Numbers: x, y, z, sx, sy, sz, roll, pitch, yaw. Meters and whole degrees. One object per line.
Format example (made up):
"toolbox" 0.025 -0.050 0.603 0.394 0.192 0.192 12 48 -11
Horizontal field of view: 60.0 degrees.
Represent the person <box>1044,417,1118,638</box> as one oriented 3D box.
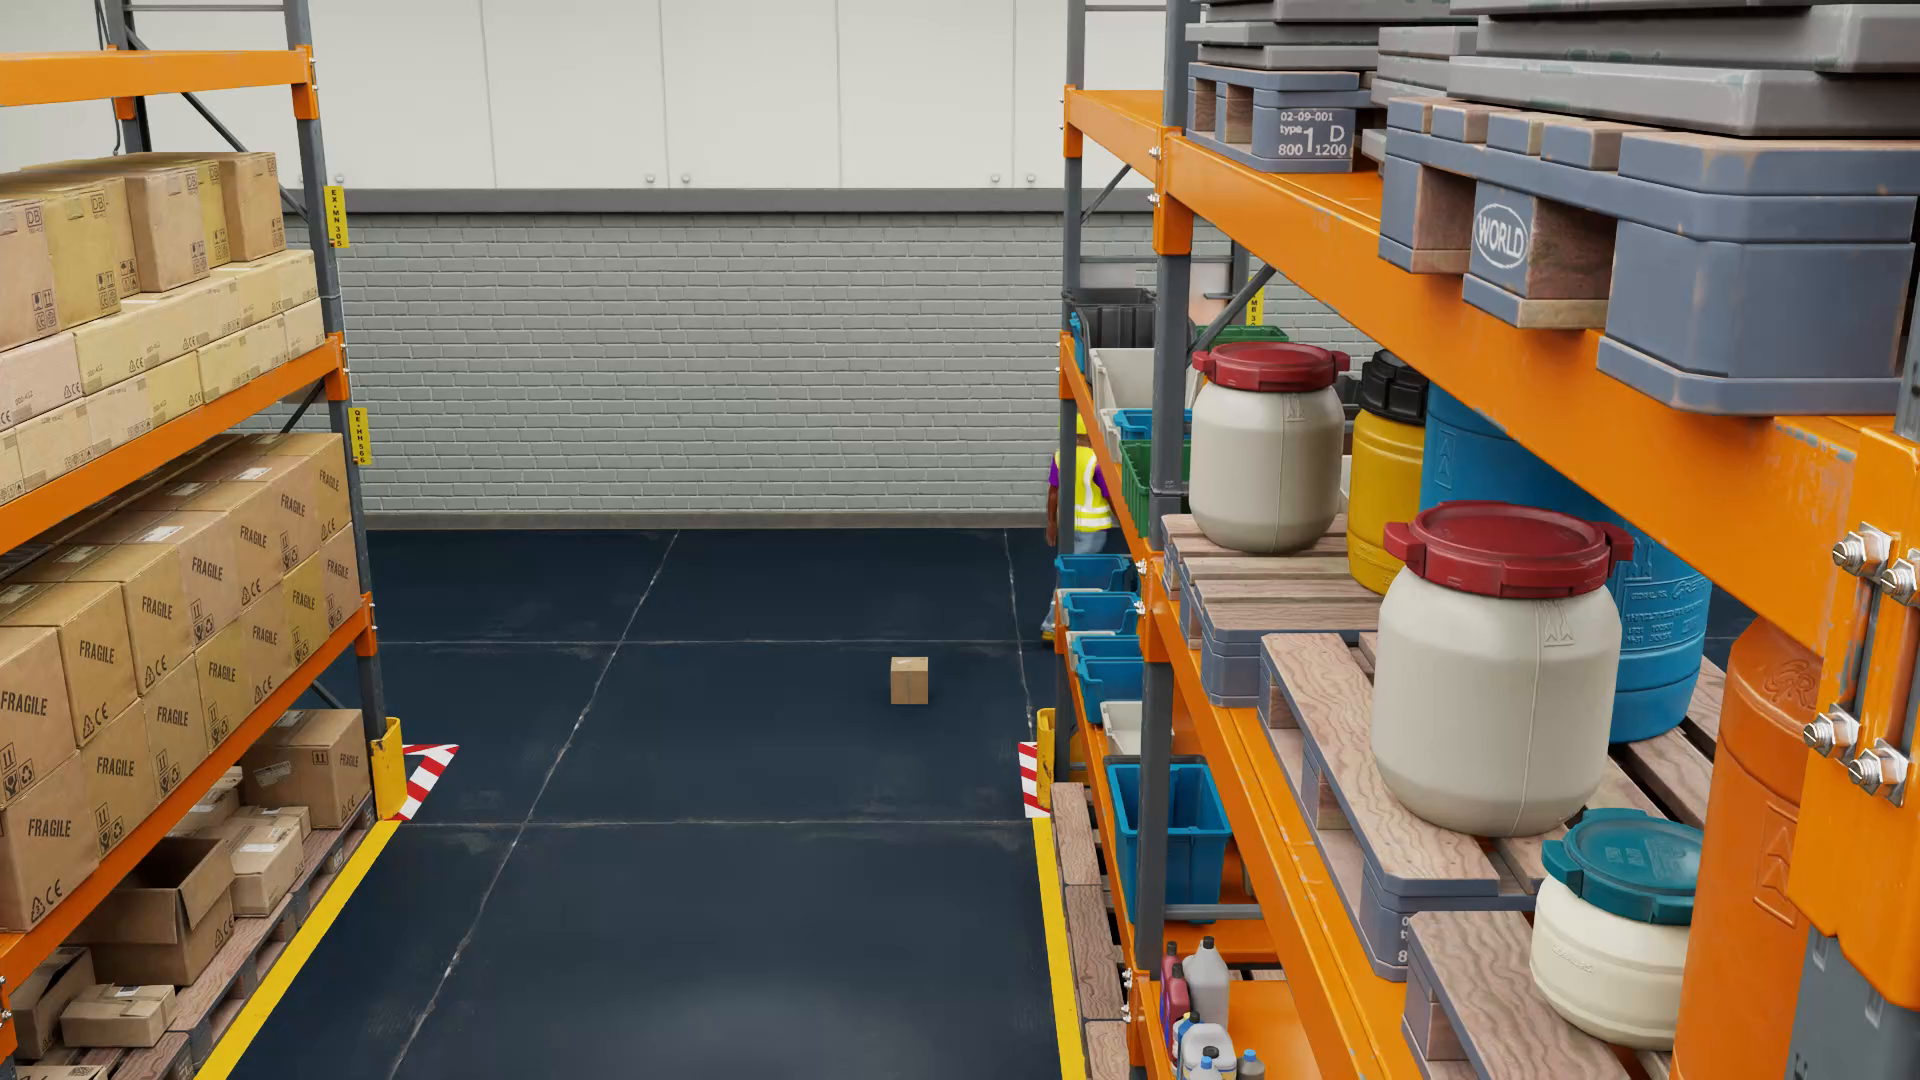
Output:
"person" 1.018 -0.135 12.452 1.056 1.721 0.581 -13 21 -37
